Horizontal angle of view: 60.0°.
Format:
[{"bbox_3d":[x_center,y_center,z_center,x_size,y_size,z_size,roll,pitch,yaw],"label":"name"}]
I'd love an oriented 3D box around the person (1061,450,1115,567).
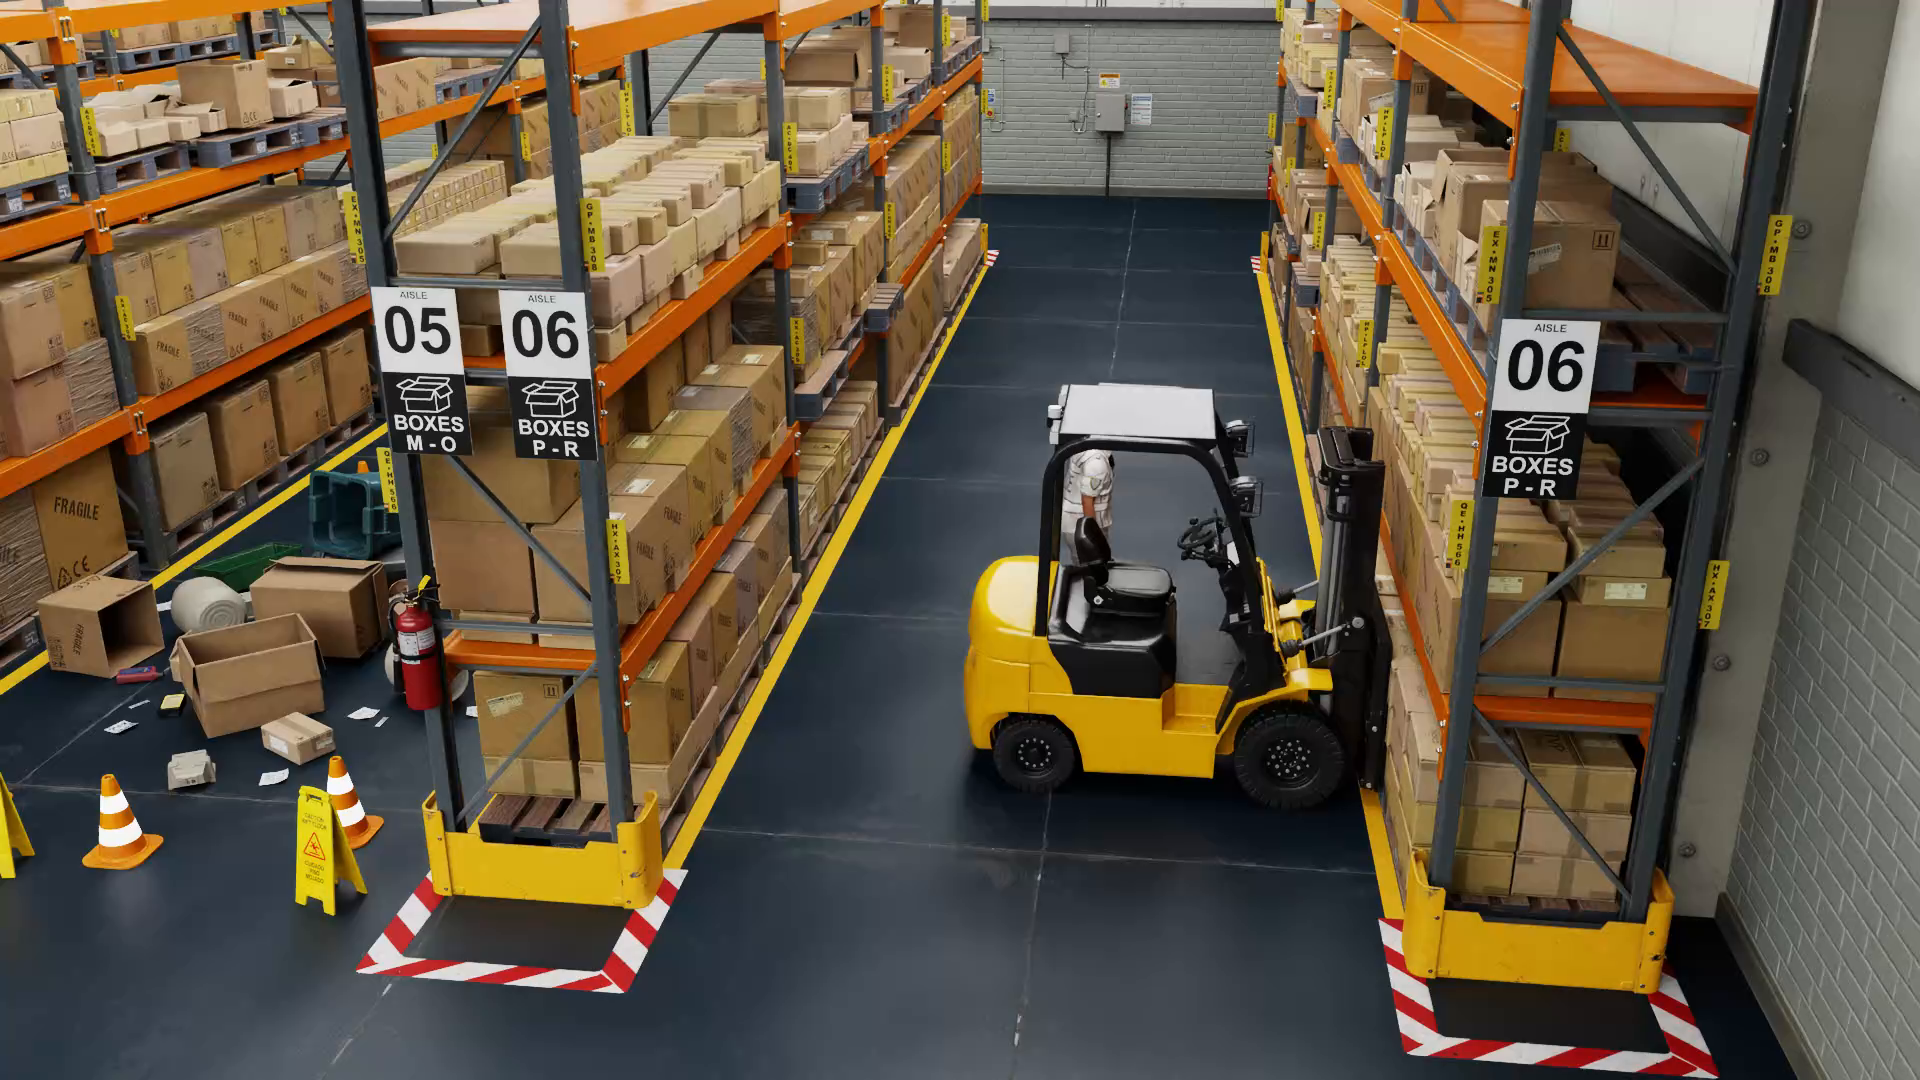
[{"bbox_3d":[0.877,-0.075,11.287,0.399,1.652,0.564,1,21,3],"label":"person"}]
